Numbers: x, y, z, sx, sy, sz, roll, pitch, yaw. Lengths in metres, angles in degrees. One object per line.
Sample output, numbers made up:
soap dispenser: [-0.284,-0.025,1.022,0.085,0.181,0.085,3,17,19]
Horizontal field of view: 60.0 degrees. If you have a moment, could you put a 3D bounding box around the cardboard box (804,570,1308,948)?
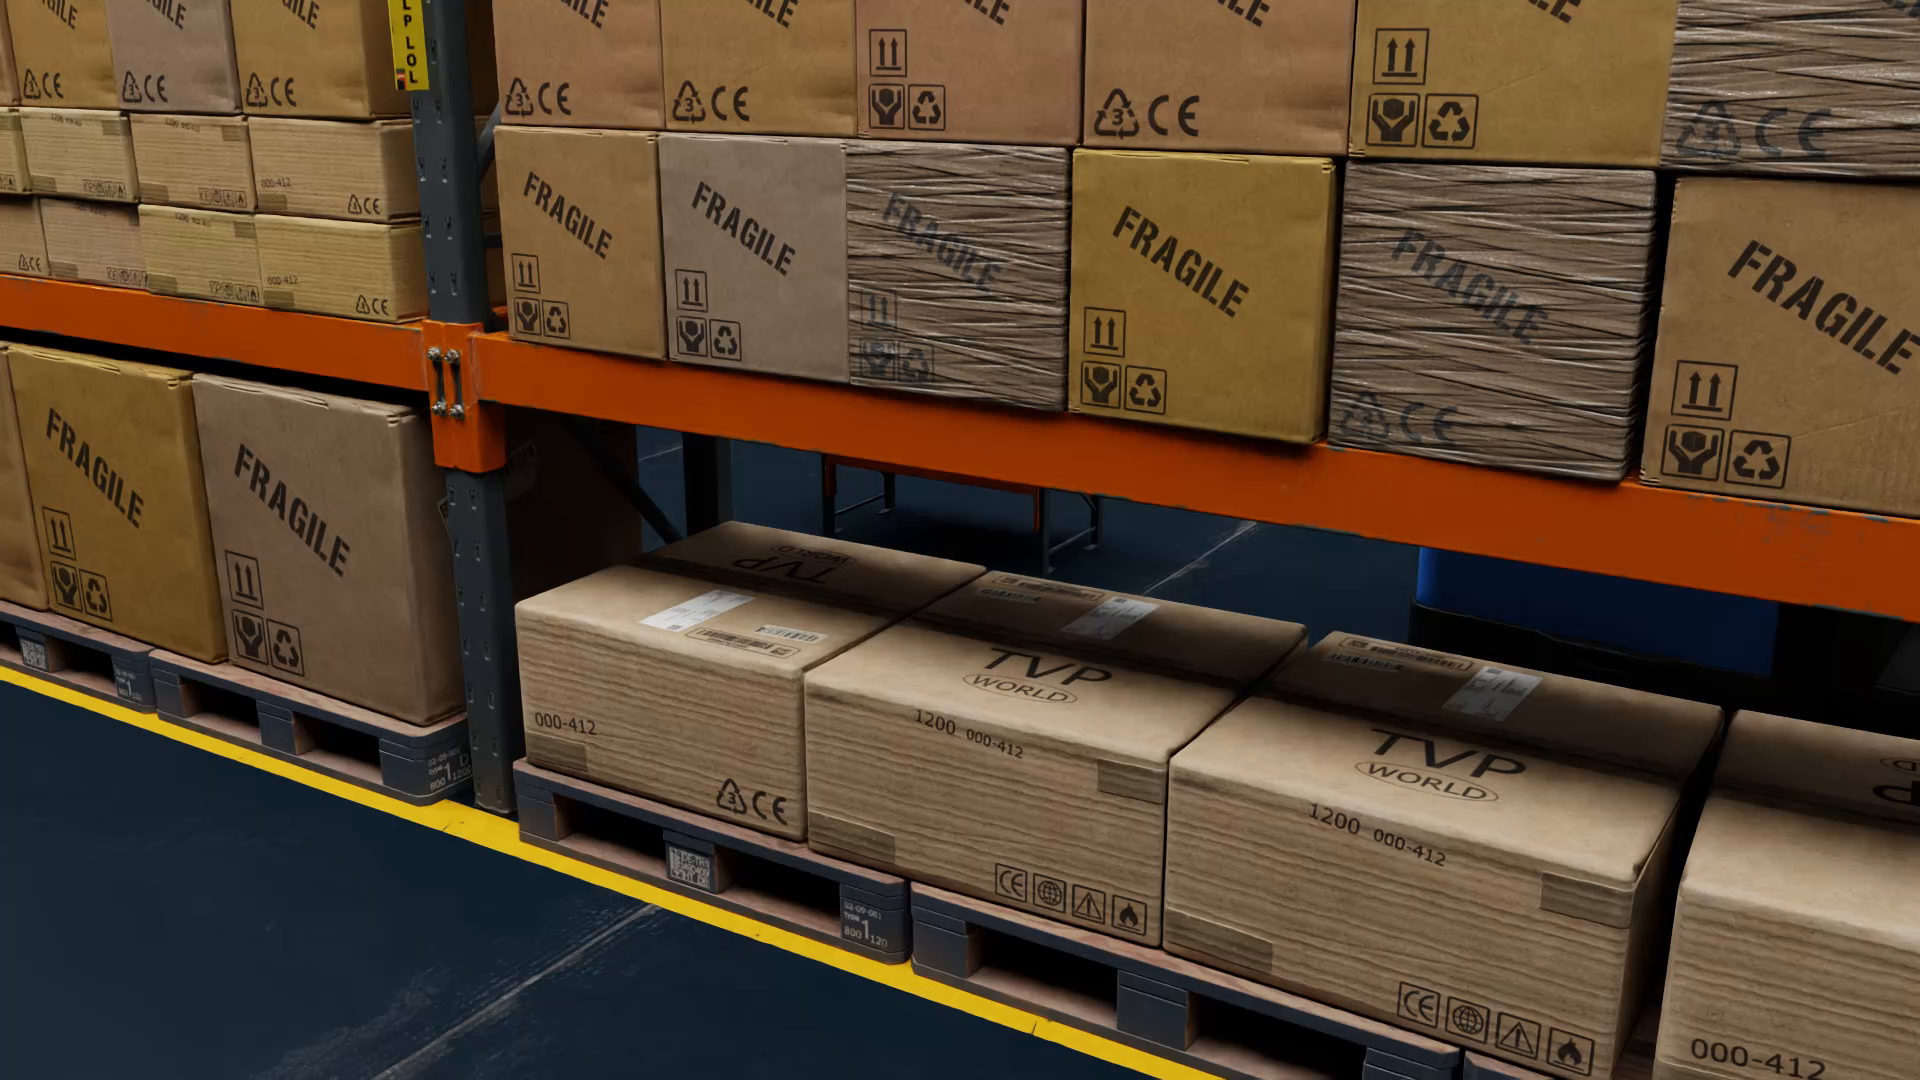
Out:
cardboard box: [0.244,0.458,3.900,0.875,0.438,0.875,9,19,28]

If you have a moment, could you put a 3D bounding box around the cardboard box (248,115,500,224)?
cardboard box: [-1.501,-1.000,4.410,0.500,0.250,0.500,10,20,30]

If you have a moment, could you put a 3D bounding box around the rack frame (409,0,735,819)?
rack frame: [-0.998,-0.826,4.438,0.127,3.000,1.000,10,20,30]

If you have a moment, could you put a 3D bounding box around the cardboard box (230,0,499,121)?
cardboard box: [-1.510,-1.358,4.297,0.500,0.500,0.500,11,20,32]

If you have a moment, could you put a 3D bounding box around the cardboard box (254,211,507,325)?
cardboard box: [-1.512,-0.760,4.479,0.500,0.250,0.500,10,19,29]

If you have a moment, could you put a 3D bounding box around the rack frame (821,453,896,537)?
rack frame: [-0.427,-0.615,6.969,0.032,1.125,0.500,10,20,30]

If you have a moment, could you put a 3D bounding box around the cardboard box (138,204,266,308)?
cardboard box: [-1.946,-0.837,4.735,0.500,0.250,0.500,10,19,29]

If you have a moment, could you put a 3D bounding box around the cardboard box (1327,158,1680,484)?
cardboard box: [0.998,-0.429,2.959,0.500,0.500,0.500,11,20,32]

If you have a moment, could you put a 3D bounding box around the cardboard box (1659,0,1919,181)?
cardboard box: [1.414,-0.830,2.560,0.500,0.500,0.500,10,20,30]

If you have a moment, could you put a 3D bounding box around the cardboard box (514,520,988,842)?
cardboard box: [-0.519,0.322,4.347,0.875,0.438,0.875,10,19,29]

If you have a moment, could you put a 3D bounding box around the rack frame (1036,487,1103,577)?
rack frame: [0.439,-0.460,6.460,0.032,1.125,0.500,10,20,30]

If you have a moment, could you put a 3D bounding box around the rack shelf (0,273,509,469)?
rack shelf: [-2.702,-0.786,5.544,4.000,0.370,1.077,10,20,30]

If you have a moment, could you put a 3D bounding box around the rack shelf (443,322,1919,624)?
rack shelf: [0.706,-0.177,3.541,4.000,0.370,1.077,10,20,30]

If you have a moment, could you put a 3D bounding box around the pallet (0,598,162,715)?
pallet: [-2.739,0.225,5.778,1.213,0.211,1.003,10,20,30]

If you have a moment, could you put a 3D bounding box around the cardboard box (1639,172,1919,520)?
cardboard box: [1.441,-0.353,2.710,0.500,0.500,0.500,10,19,29]

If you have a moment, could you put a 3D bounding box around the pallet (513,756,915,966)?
pallet: [-0.391,0.644,4.399,1.213,0.211,1.003,10,20,30]

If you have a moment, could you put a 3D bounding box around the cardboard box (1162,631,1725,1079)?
cardboard box: [1.011,0.595,3.447,0.875,0.438,0.875,11,20,32]

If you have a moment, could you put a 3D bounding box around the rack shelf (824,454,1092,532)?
rack shelf: [0.006,-0.303,6.785,1.000,0.278,0.538,10,20,30]

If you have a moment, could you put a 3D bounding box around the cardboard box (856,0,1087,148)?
cardboard box: [0.139,-1.060,3.318,0.500,0.500,0.500,11,20,31]

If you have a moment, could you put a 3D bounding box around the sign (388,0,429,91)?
sign: [-1.274,-1.206,3.834,0.005,0.325,0.100,10,20,30]

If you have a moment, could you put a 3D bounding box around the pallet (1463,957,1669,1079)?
pallet: [1.688,1.015,3.177,1.213,0.211,1.003,10,20,30]

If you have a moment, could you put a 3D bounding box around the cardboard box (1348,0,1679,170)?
cardboard box: [0.995,-0.906,2.810,0.500,0.500,0.500,10,20,30]

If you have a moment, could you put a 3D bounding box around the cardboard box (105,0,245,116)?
cardboard box: [-1.955,-1.434,4.550,0.500,0.500,0.500,11,20,31]

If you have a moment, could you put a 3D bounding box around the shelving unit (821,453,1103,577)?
shelving unit: [0.006,-0.537,6.714,1.048,1.125,0.538,10,20,30]

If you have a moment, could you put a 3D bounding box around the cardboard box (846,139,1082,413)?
cardboard box: [0.112,-0.582,3.465,0.500,0.500,0.500,10,20,30]

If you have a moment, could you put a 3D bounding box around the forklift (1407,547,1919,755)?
forklift: [2.891,-0.764,4.354,3.031,2.935,1.130,12,21,35]

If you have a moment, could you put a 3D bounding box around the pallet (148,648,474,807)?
pallet: [-1.695,0.410,5.168,1.213,0.211,1.003,10,20,30]

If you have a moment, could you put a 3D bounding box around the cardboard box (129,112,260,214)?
cardboard box: [-1.931,-1.074,4.654,0.500,0.250,0.500,11,20,31]

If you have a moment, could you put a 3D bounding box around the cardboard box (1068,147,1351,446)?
cardboard box: [0.551,-0.504,3.207,0.500,0.500,0.500,11,20,32]

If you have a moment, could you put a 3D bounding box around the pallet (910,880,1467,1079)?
pallet: [0.653,0.829,3.789,1.213,0.211,1.003,10,20,30]

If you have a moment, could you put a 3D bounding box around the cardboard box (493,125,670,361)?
cardboard box: [-0.735,-0.737,3.975,0.500,0.500,0.500,11,20,32]

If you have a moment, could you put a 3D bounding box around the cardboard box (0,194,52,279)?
cardboard box: [-2.808,-0.996,5.258,0.500,0.250,0.500,10,20,30]

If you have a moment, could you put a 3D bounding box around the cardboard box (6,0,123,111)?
cardboard box: [-2.377,-1.516,4.820,0.500,0.500,0.500,11,20,32]

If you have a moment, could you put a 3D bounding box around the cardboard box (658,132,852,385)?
cardboard box: [-0.309,-0.660,3.720,0.500,0.500,0.500,10,20,30]

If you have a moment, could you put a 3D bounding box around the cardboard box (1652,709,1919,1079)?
cardboard box: [1.796,0.732,2.995,0.875,0.438,0.875,9,19,28]

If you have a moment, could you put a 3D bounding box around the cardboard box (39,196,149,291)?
cardboard box: [-2.366,-0.919,5.003,0.500,0.250,0.500,10,19,29]

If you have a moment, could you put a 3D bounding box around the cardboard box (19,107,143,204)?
cardboard box: [-2.375,-1.151,4.908,0.500,0.250,0.500,11,20,31]

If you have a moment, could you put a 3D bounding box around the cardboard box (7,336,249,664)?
cardboard box: [-2.342,-0.220,5.377,0.875,0.875,0.875,11,20,32]

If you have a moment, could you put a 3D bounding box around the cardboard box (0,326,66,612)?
cardboard box: [-3.104,-0.356,5.825,0.875,0.875,0.875,10,20,31]

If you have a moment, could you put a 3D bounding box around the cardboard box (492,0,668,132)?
cardboard box: [-0.719,-1.219,3.842,0.500,0.500,0.500,10,20,30]

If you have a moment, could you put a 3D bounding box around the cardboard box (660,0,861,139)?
cardboard box: [-0.292,-1.141,3.584,0.500,0.500,0.500,10,19,29]

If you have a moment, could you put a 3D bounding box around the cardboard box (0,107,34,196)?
cardboard box: [-2.821,-1.225,5.151,0.500,0.250,0.500,11,20,31]

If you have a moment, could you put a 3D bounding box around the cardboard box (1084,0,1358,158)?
cardboard box: [0.567,-0.983,3.064,0.500,0.500,0.500,10,20,30]

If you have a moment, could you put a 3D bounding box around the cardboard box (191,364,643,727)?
cardboard box: [-1.568,-0.084,4.931,0.875,0.875,0.875,11,20,32]

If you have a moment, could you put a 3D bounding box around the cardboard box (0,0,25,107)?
cardboard box: [-2.826,-1.591,5.067,0.500,0.500,0.500,10,20,31]
